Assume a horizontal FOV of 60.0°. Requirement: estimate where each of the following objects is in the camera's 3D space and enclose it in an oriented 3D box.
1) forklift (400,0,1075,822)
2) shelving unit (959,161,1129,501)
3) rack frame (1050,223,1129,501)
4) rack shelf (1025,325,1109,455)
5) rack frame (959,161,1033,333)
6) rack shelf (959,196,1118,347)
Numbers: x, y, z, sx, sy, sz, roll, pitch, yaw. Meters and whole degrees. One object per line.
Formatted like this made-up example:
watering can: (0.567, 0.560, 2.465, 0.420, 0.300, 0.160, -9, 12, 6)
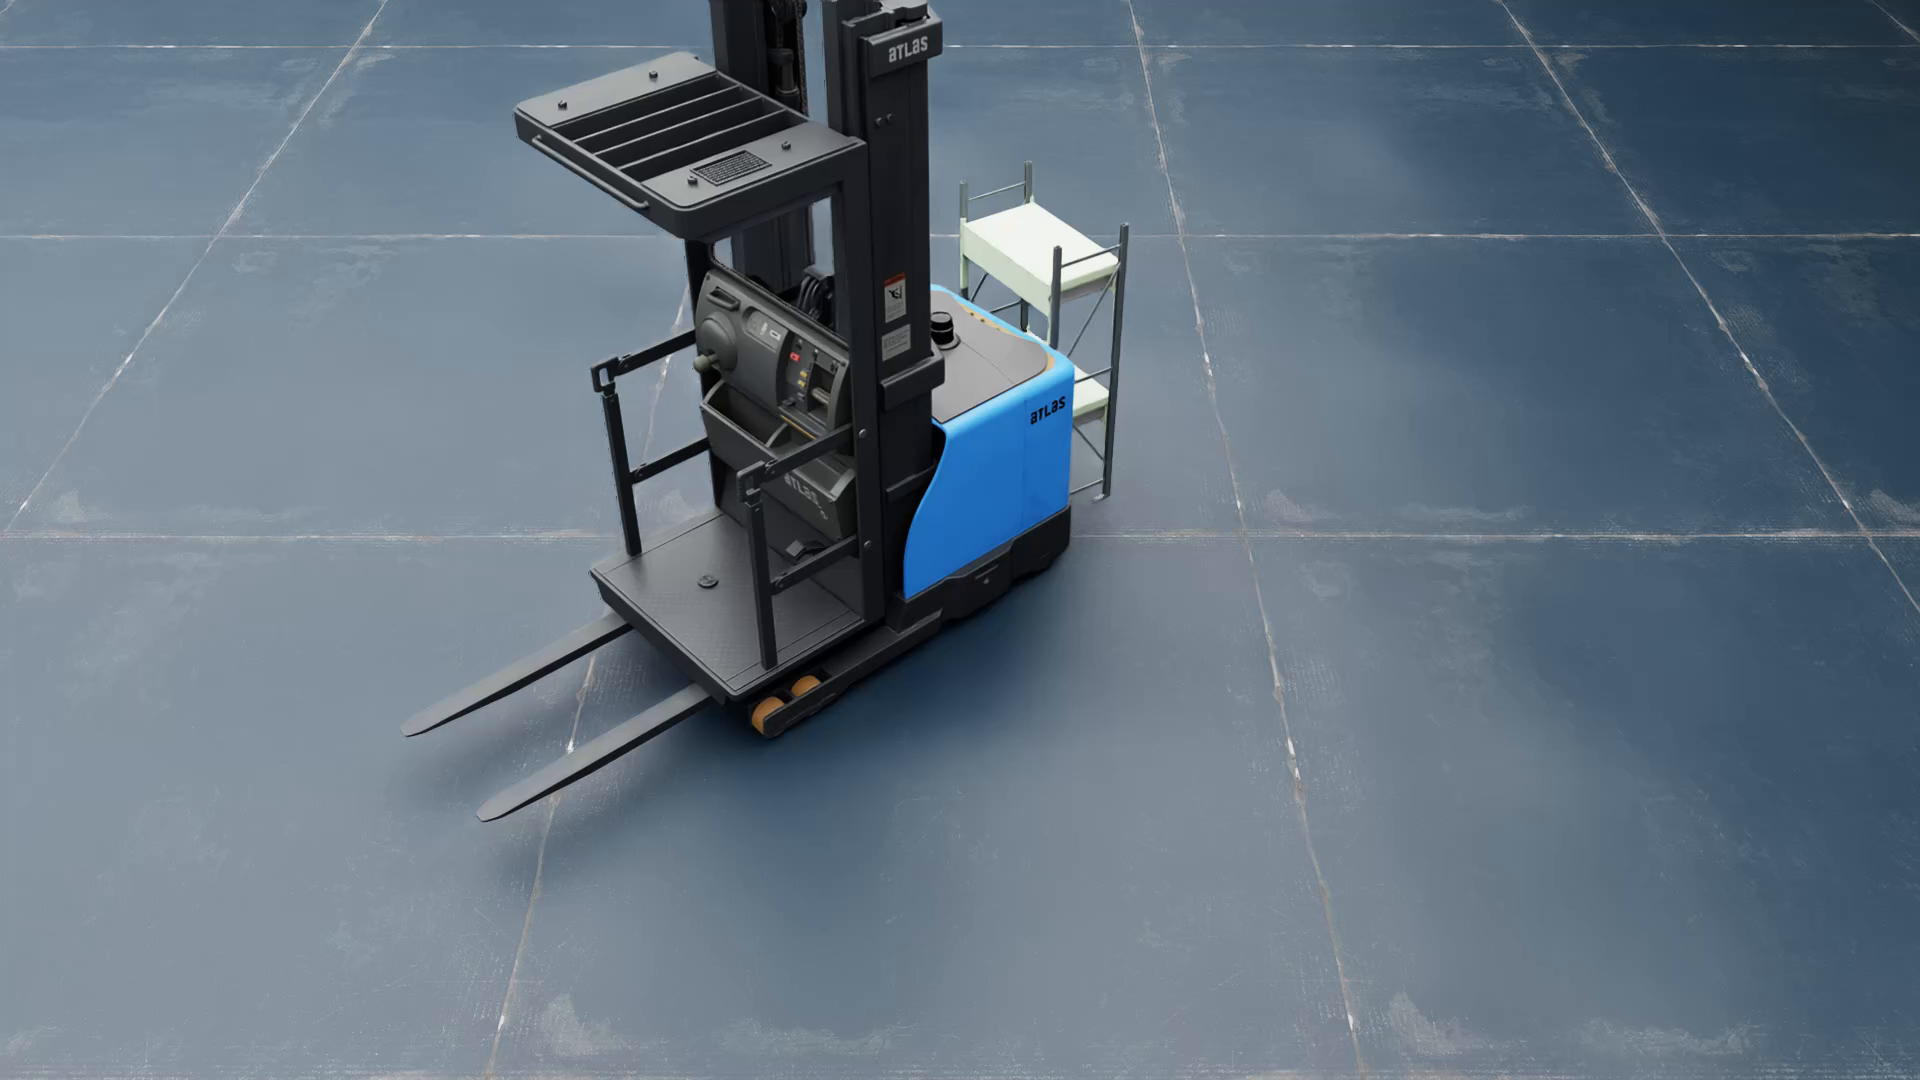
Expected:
forklift: (-0.912, -0.690, 6.512, 3.031, 2.935, 1.130, -30, 47, -32)
shelving unit: (0.372, -0.934, 7.962, 0.431, 1.500, 0.755, -23, 44, -26)
rack frame: (0.574, -0.744, 7.724, 0.400, 1.500, 0.023, -23, 44, -26)
rack shelf: (0.372, -0.680, 8.166, 0.431, 0.370, 0.720, -23, 44, -26)
rack frame: (0.170, -1.125, 8.200, 0.400, 1.500, 0.023, -23, 44, -26)
rack shelf: (0.372, -1.239, 7.718, 0.431, 0.370, 0.720, -23, 44, -26)
